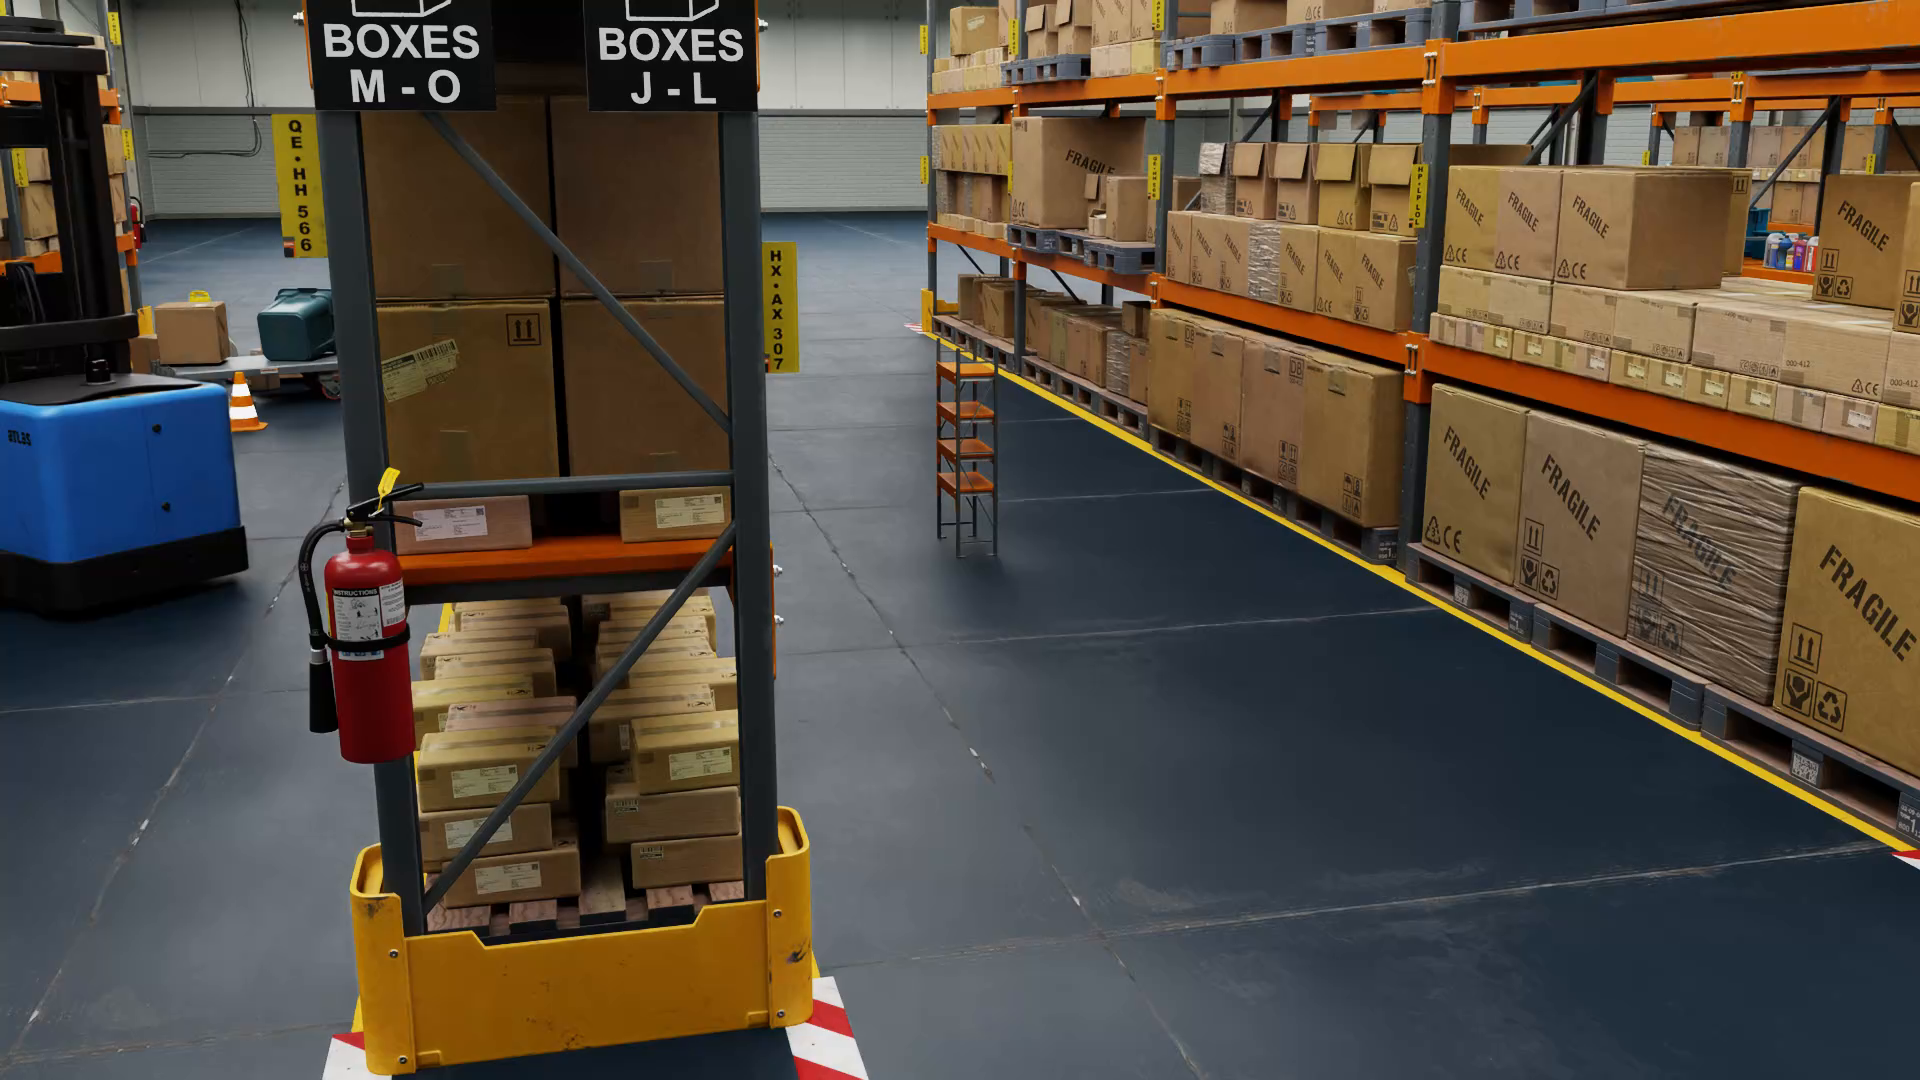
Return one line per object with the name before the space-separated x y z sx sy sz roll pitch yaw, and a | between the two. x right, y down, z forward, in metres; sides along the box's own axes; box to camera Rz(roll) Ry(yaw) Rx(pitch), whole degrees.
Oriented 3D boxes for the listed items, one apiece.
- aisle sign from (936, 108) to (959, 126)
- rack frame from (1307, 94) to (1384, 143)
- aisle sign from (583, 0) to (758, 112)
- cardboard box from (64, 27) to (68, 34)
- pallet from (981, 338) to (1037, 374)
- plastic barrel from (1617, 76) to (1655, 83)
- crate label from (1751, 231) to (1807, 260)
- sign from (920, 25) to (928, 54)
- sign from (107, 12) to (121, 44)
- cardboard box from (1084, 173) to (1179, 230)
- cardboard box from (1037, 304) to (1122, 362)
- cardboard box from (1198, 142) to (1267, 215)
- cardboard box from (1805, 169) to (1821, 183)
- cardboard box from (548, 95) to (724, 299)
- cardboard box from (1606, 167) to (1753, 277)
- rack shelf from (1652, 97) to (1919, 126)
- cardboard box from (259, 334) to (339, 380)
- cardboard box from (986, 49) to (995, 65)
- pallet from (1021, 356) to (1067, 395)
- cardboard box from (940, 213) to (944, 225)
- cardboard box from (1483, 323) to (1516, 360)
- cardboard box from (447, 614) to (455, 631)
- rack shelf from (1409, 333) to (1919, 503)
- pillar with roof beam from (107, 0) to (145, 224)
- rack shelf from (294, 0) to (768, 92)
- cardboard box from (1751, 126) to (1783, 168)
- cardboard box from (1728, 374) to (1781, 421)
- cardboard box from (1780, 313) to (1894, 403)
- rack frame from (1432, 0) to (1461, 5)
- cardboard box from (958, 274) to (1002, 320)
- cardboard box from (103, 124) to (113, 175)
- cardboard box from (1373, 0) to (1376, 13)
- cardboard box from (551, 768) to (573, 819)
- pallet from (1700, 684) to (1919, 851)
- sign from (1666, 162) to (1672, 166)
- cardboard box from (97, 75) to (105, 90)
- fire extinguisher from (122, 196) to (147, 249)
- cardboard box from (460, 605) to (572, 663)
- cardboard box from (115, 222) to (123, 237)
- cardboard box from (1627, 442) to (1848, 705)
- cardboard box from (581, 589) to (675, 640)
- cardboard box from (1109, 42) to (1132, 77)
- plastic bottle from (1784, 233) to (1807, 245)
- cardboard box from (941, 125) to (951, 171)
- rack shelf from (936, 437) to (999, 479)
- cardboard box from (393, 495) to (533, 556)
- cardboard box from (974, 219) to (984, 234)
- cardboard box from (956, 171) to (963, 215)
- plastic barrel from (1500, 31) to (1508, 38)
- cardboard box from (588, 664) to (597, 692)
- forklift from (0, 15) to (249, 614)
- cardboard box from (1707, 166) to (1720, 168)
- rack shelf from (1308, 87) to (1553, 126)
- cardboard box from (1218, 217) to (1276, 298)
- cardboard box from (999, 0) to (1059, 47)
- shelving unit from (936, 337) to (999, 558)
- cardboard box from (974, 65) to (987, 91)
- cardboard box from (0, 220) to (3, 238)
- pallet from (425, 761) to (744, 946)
aisle sign | -0.202 -5.334 19.961 0.394 0.787 0.004 -3 14 -13
rack frame | 4.919 -4.349 21.410 1.000 3.000 0.127 -3 14 -13
aisle sign | -0.674 -1.392 3.826 0.394 0.787 0.004 -3 14 -13
cardboard box | -8.769 -4.830 15.906 0.380 0.149 0.250 -3 14 -12
pallet | 0.852 -1.949 17.460 1.003 0.211 1.213 -3 14 -13
plastic barrel | 6.496 -4.720 15.551 0.600 0.901 0.708 -3 14 -13
crate label | 7.063 -2.541 14.359 0.303 0.233 0.416 -3 14 -13
sign | -0.423 -5.925 19.696 0.100 0.325 0.005 -3 14 -13
sign | -8.984 -5.435 17.666 0.100 0.325 0.005 -3 14 -13
cardboard box | 1.541 -3.010 14.825 0.797 0.503 0.637 -2 14 -7
cardboard box | 1.167 -2.007 16.163 0.700 0.500 0.500 -4 14 -18
cardboard box | 2.139 -2.594 11.901 0.797 0.503 0.637 -3 14 -11
cardboard box | 10.219 -4.294 19.607 0.380 0.149 0.250 -3 14 -13
cardboard box | -0.830 -0.926 4.454 0.500 0.500 0.500 -3 14 -14
cardboard box | 3.404 -1.534 7.995 0.500 0.500 0.500 -3 14 -13
rack shelf | 10.204 -5.271 20.377 1.077 0.370 4.000 -3 14 -13
cardboard box | -6.427 -1.895 16.337 0.797 0.637 0.503 -3 14 -13
cardboard box | 0.480 -4.970 17.103 0.380 0.149 0.250 -4 14 -15
pallet | 1.228 -1.617 16.099 1.003 0.211 1.213 -3 14 -13
cardboard box | -0.020 -3.814 19.746 0.380 0.149 0.250 -3 14 -13
cardboard box | 2.793 -0.975 8.127 0.380 0.149 0.250 -3 14 -11
cardboard box | -1.809 0.382 6.537 0.380 0.149 0.250 -3 14 -14
rack shelf | 3.393 -0.494 7.146 1.077 0.370 4.000 -3 14 -13
pillar with roof beam | -17.926 -13.108 44.618 9.100 9.000 0.400 -3 14 -13
rack shelf | -1.452 -1.698 5.753 1.077 0.370 4.000 -3 14 -13
cardboard box | 10.210 -4.830 20.433 0.700 0.500 0.500 -3 14 -13
cardboard box | 3.217 -0.560 6.427 0.380 0.149 0.250 -4 14 -14
cardboard box | 3.372 -0.668 6.030 0.500 0.250 0.500 -4 14 -14
rack frame | 2.923 -4.219 8.237 1.000 3.000 0.127 -3 14 -13
cardboard box | 0.235 -2.918 19.933 0.500 0.500 0.500 -1 14 -3
cardboard box | -8.865 -3.865 16.483 0.700 0.500 0.500 -3 14 -14
cardboard box | 2.719 -3.196 10.013 0.380 0.149 0.250 -4 14 -15
cardboard box | -1.446 0.822 5.362 0.380 0.149 0.250 -3 14 -13
pallet | 3.598 0.792 6.240 1.003 0.211 1.213 -3 14 -13
sign | 13.565 -7.151 31.686 0.001 0.109 0.331 -3 14 -13
cardboard box | -9.082 -4.734 17.192 0.380 0.149 0.250 -3 14 -13
fire extinguisher | -9.107 -3.536 18.241 0.296 0.674 0.183 -3 14 -13
cardboard box | -1.611 0.352 6.036 0.380 0.149 0.250 -4 14 -15
cardboard box | -9.065 -3.272 17.530 0.380 0.149 0.250 -3 14 -14
cardboard box | 3.420 0.093 6.819 0.875 0.875 0.875 -3 14 -13
cardboard box | -1.256 0.268 6.379 0.380 0.149 0.250 -3 14 -13
cardboard box | 1.504 -3.822 13.246 0.500 0.250 0.500 -3 14 -13
plastic bottle | 6.733 -2.334 13.423 0.152 0.276 0.135 -3 14 -13
cardboard box | 0.079 -4.494 19.059 0.500 0.500 0.500 -3 14 -13
rack shelf | 0.039 -0.479 9.644 0.258 0.148 0.480 -3 14 -13
cardboard box | -1.334 -0.067 4.409 0.380 0.149 0.250 -3 14 -13
cardboard box | 0.370 -3.409 18.088 0.380 0.149 0.250 -3 14 -13
cardboard box | 0.441 -4.029 19.262 0.875 0.500 0.500 -3 14 -13
plastic barrel | 5.948 -5.252 17.665 0.421 0.512 0.421 0 14 0
cardboard box | -1.119 0.533 5.920 0.380 0.149 0.250 -4 14 -16
forklift | -5.351 -1.302 9.079 3.031 2.935 1.130 9 16 33
cardboard box | 9.796 -4.709 21.305 0.380 0.149 0.250 -4 14 -14
rack shelf | 5.389 -4.996 19.251 1.077 0.370 4.000 -3 14 -13
cardboard box | 2.080 -1.912 11.223 0.500 0.500 0.500 -4 14 -14
cardboard box | 0.690 -5.133 16.407 0.500 0.500 0.500 -4 14 -15
shelving unit | 0.039 -0.545 9.628 0.258 1.200 0.503 -3 14 -13
cardboard box | 0.446 -4.864 17.511 0.500 0.250 0.500 -3 14 -14
cardboard box | -8.200 -2.577 13.799 0.380 0.149 0.250 -3 14 -12
pallet | -1.157 1.018 5.313 1.003 0.211 1.213 -3 14 -13
